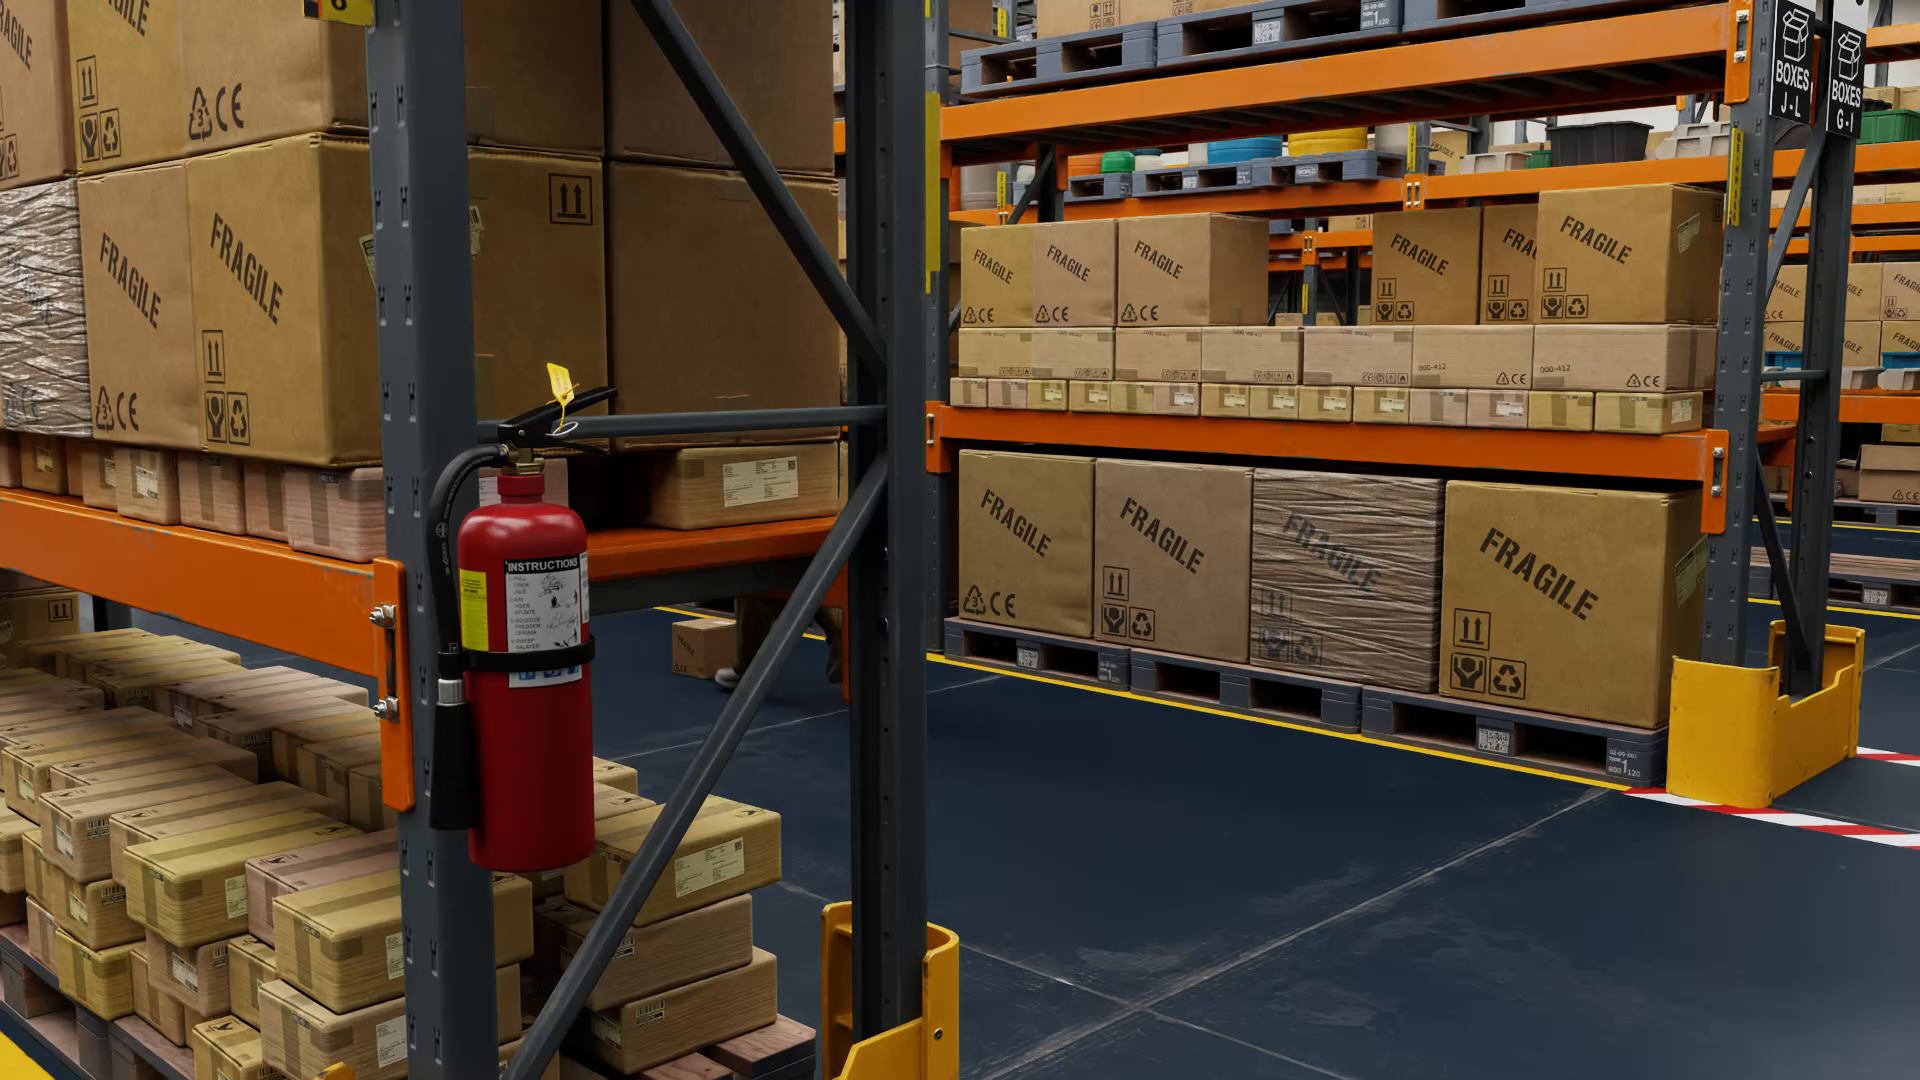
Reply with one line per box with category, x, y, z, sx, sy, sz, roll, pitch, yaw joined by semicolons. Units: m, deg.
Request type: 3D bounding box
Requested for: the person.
person;-0.809;-0.169;7.570;0.597;1.764;0.802;-6;9;-40
